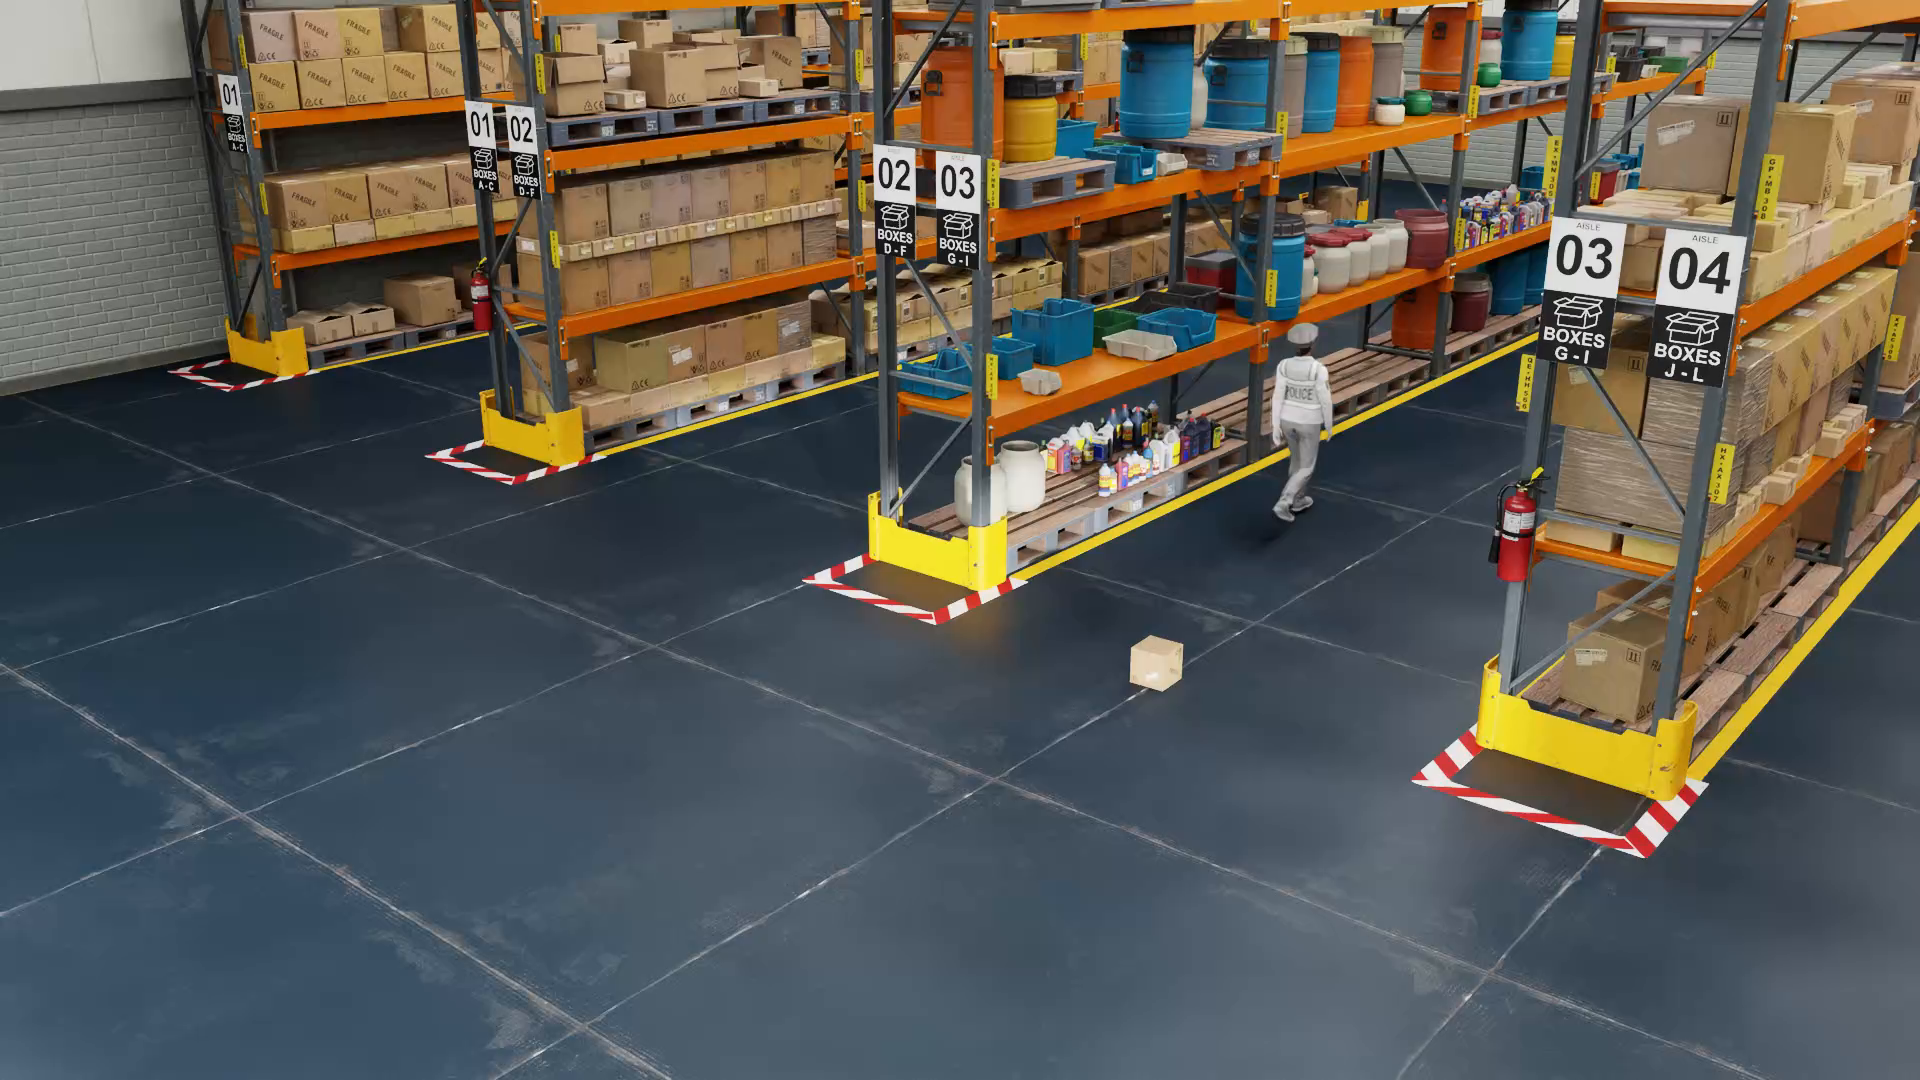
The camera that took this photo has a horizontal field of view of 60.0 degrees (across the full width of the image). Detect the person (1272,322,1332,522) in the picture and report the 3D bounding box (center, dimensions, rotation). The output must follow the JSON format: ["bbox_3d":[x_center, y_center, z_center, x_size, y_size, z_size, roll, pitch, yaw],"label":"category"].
[{"bbox_3d":[2.784,-0.955,13.584,0.484,1.652,0.884,15,25,35],"label":"person"}]
